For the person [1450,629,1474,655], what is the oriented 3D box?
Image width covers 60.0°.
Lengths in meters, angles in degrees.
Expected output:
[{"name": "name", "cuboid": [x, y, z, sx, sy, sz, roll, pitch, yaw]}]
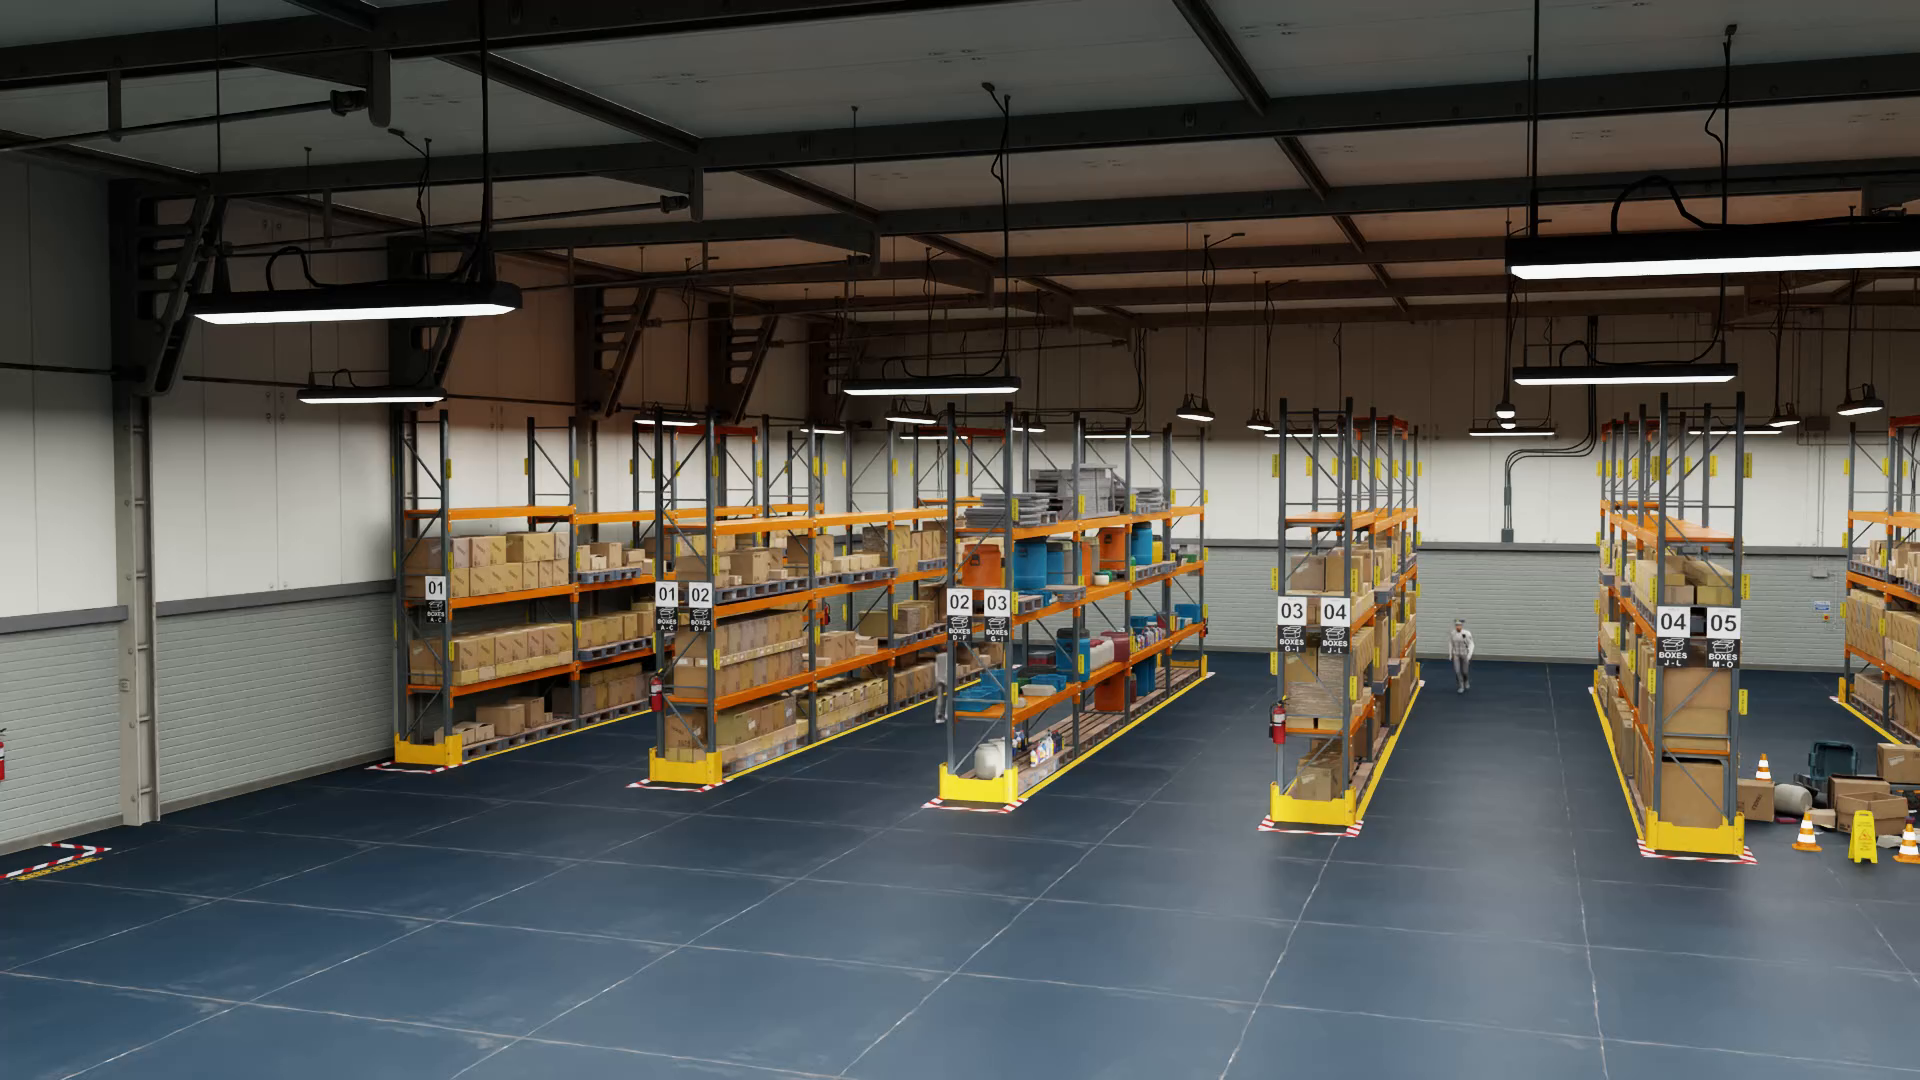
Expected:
[{"name": "person", "cuboid": [11.220, 2.297, 37.241, 0.547, 0.579, 0.283, 1, 3, 30]}]

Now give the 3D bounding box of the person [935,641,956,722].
[{"name": "person", "cuboid": [-0.330, 2.809, 32.739, 0.439, 1.605, 0.514, 1, 3, 31]}]
